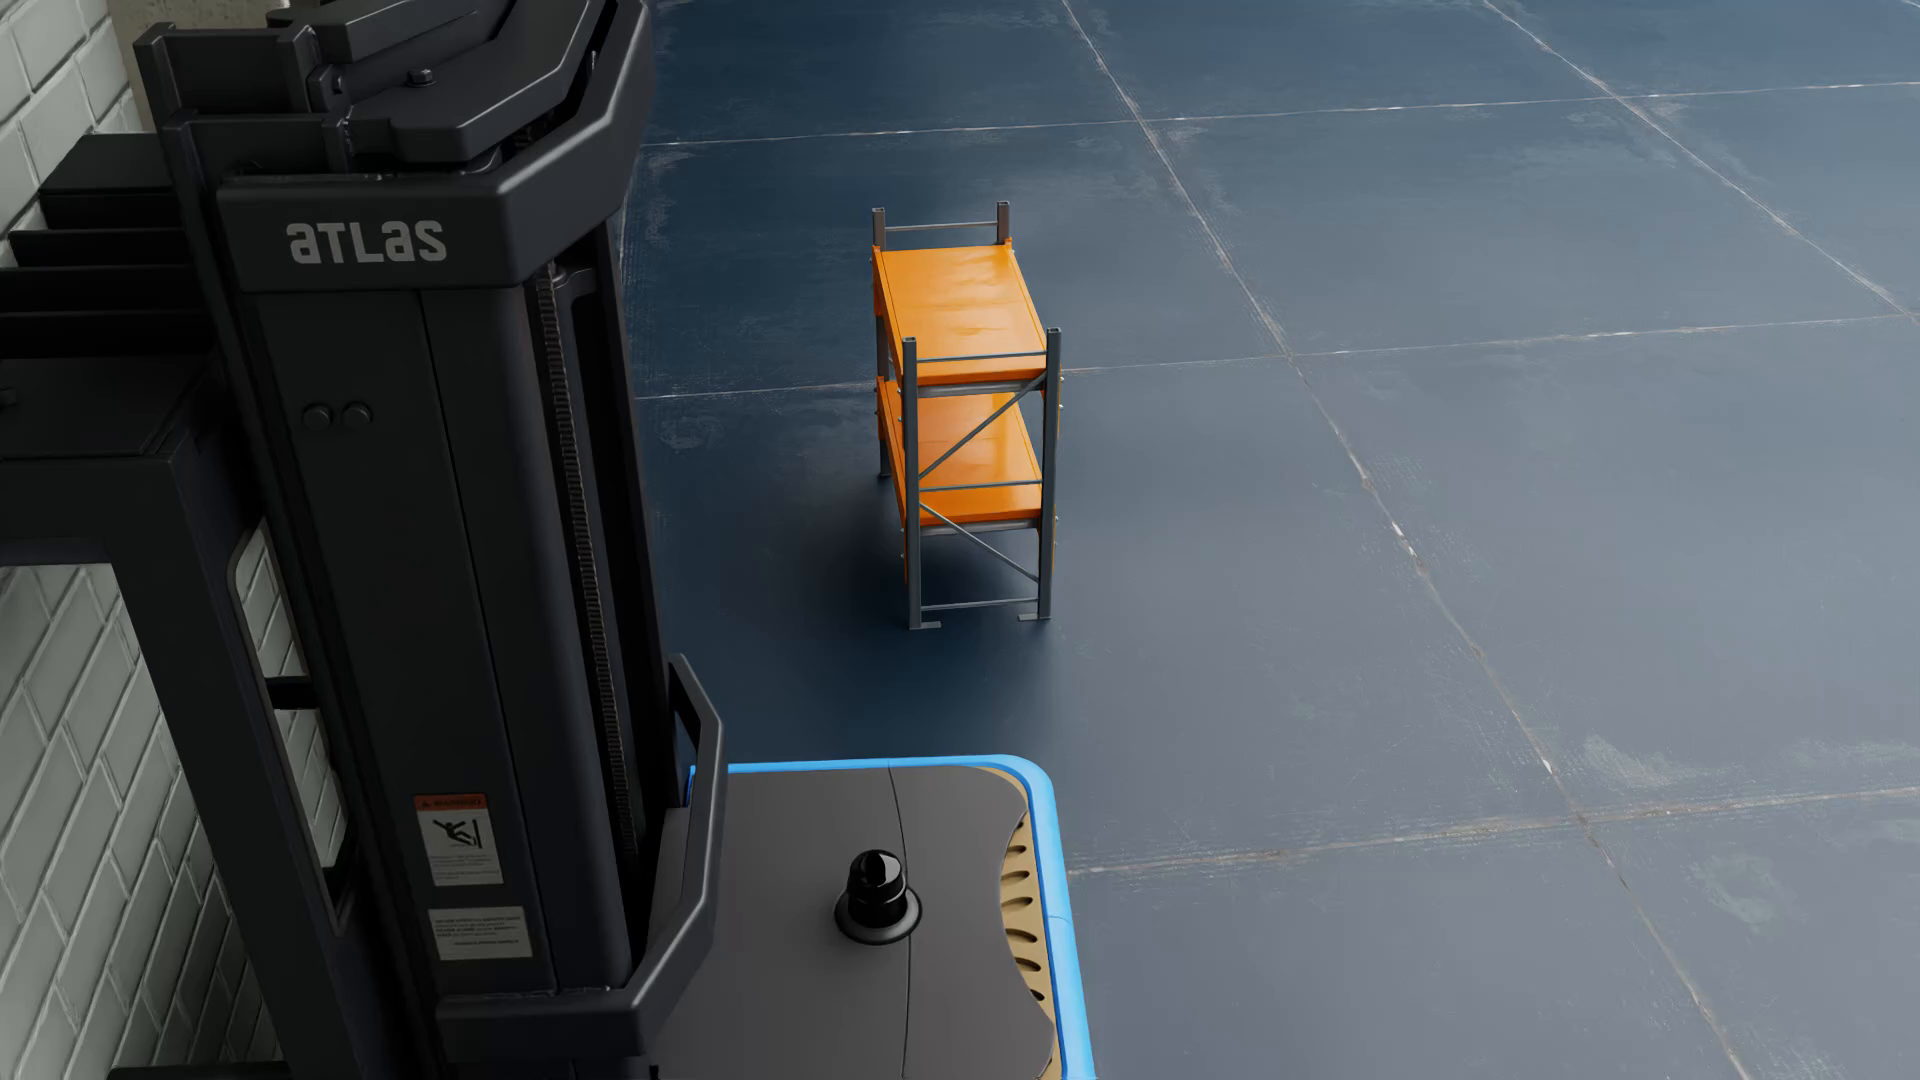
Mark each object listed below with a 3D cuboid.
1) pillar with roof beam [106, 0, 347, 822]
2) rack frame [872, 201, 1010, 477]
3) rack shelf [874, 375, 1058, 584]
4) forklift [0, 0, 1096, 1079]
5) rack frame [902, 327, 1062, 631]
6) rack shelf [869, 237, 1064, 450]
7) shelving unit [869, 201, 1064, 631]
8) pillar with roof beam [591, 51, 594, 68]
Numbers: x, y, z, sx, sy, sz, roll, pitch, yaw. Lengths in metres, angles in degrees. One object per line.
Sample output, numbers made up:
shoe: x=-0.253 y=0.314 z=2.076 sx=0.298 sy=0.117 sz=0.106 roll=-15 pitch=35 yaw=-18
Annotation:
pillar with roof beam: x=2.857 y=-2.946 z=2.583 sx=9.100 sy=9.000 sz=0.400 roll=-4 pitch=35 yaw=-6
rack frame: x=-0.067 y=-0.745 z=6.344 sx=0.500 sy=1.125 sz=0.032 roll=-4 pitch=35 yaw=-6
rack shelf: x=0.001 y=-0.259 z=6.065 sx=0.538 sy=0.278 sz=1.000 roll=-4 pitch=35 yaw=-6
forklift: x=-1.274 y=0.458 z=2.976 sx=3.031 sy=2.935 sz=1.130 roll=-2 pitch=34 yaw=-3
rack frame: x=0.069 y=-0.177 z=5.511 sx=0.500 sy=1.125 sz=0.032 roll=-4 pitch=35 yaw=-6
rack shelf: x=0.001 y=-0.703 z=5.763 sx=0.538 sy=0.278 sz=1.000 roll=-4 pitch=35 yaw=-6
shelving unit: x=0.001 y=-0.461 z=5.928 sx=0.538 sy=1.125 sz=1.048 roll=-4 pitch=35 yaw=-6
pillar with roof beam: x=2.050 y=-6.295 z=7.496 sx=9.100 sy=9.000 sz=0.400 roll=-4 pitch=35 yaw=-6
